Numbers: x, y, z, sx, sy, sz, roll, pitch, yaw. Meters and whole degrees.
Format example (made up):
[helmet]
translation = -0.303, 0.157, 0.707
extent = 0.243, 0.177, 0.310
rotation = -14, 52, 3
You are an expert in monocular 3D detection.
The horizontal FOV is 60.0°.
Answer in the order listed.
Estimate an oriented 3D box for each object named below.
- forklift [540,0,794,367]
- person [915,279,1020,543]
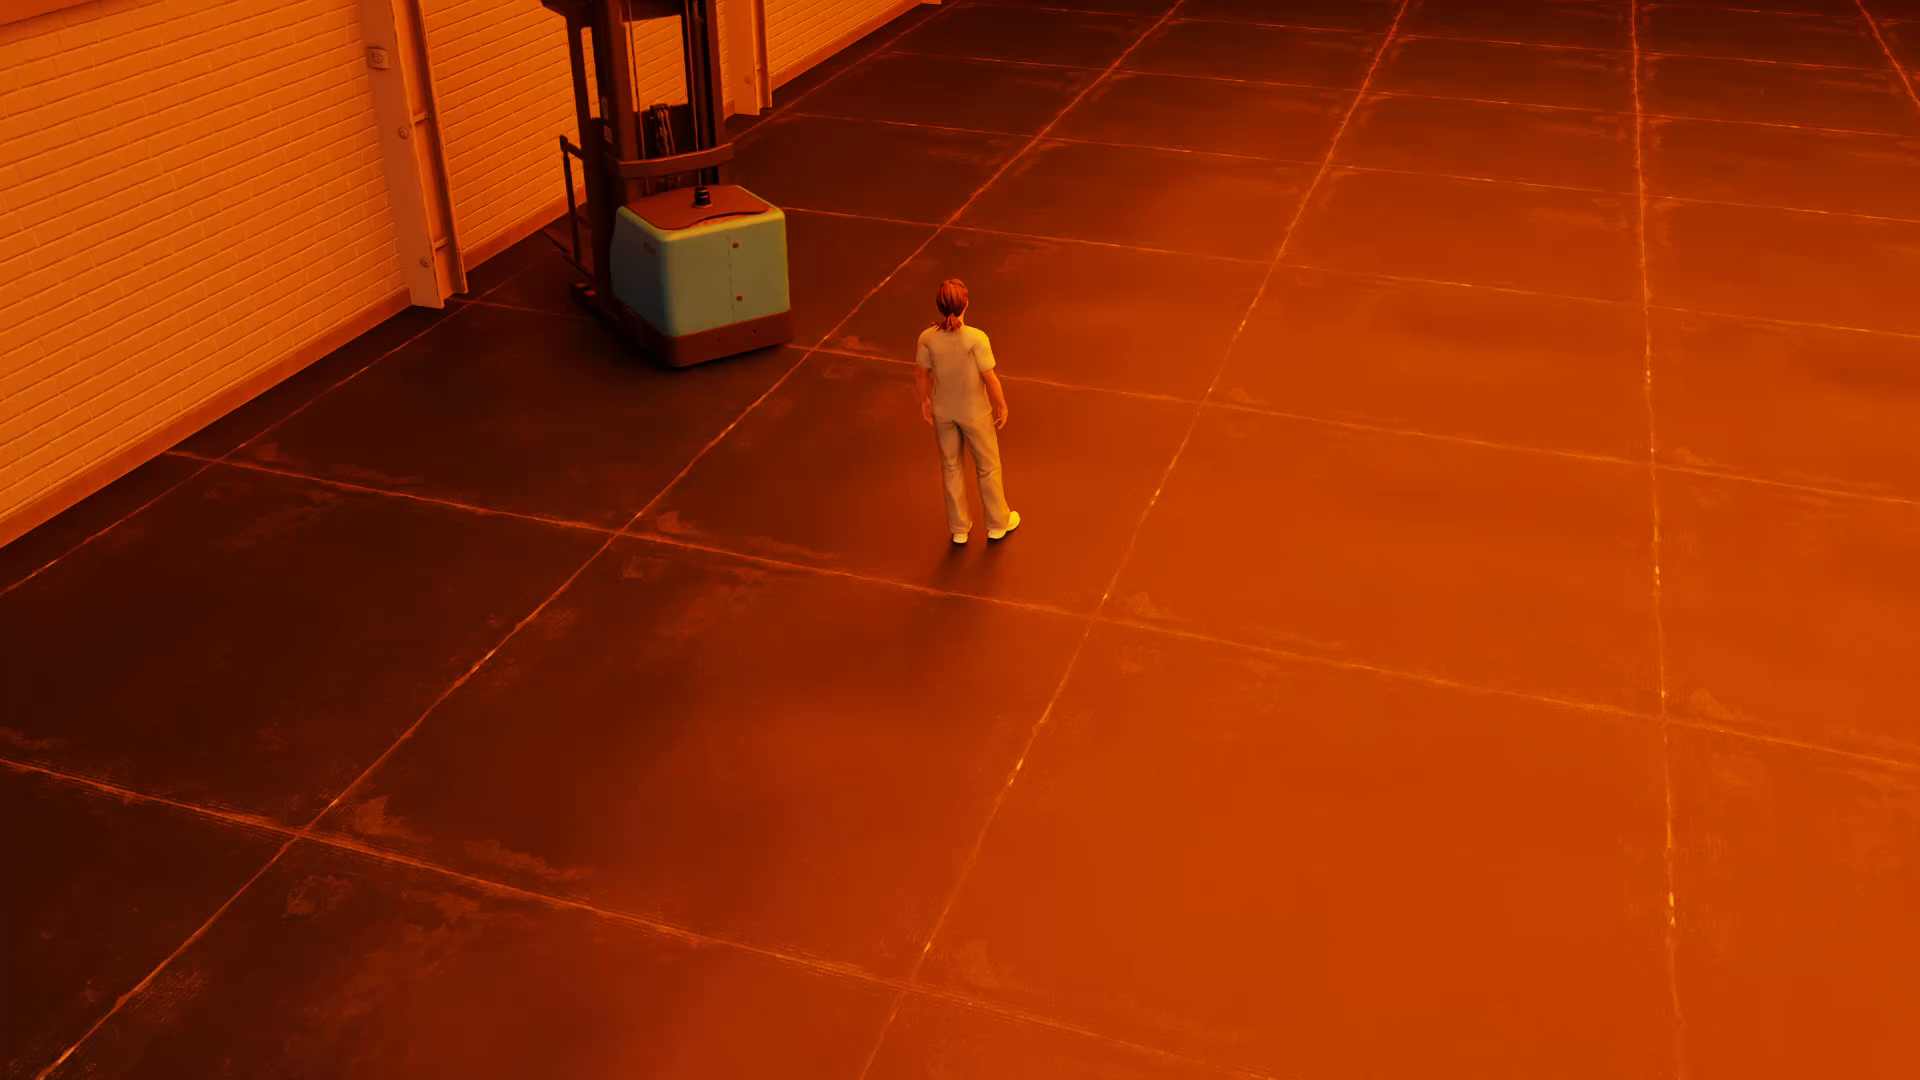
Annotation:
[forklift]
translation = -2.493, -3.223, 12.791
extent = 1.130, 2.935, 3.031
rotation = -18, 34, -28
[person]
translation = 0.037, -0.762, 9.737
extent = 0.549, 1.665, 0.549
rotation = 10, 31, 16
